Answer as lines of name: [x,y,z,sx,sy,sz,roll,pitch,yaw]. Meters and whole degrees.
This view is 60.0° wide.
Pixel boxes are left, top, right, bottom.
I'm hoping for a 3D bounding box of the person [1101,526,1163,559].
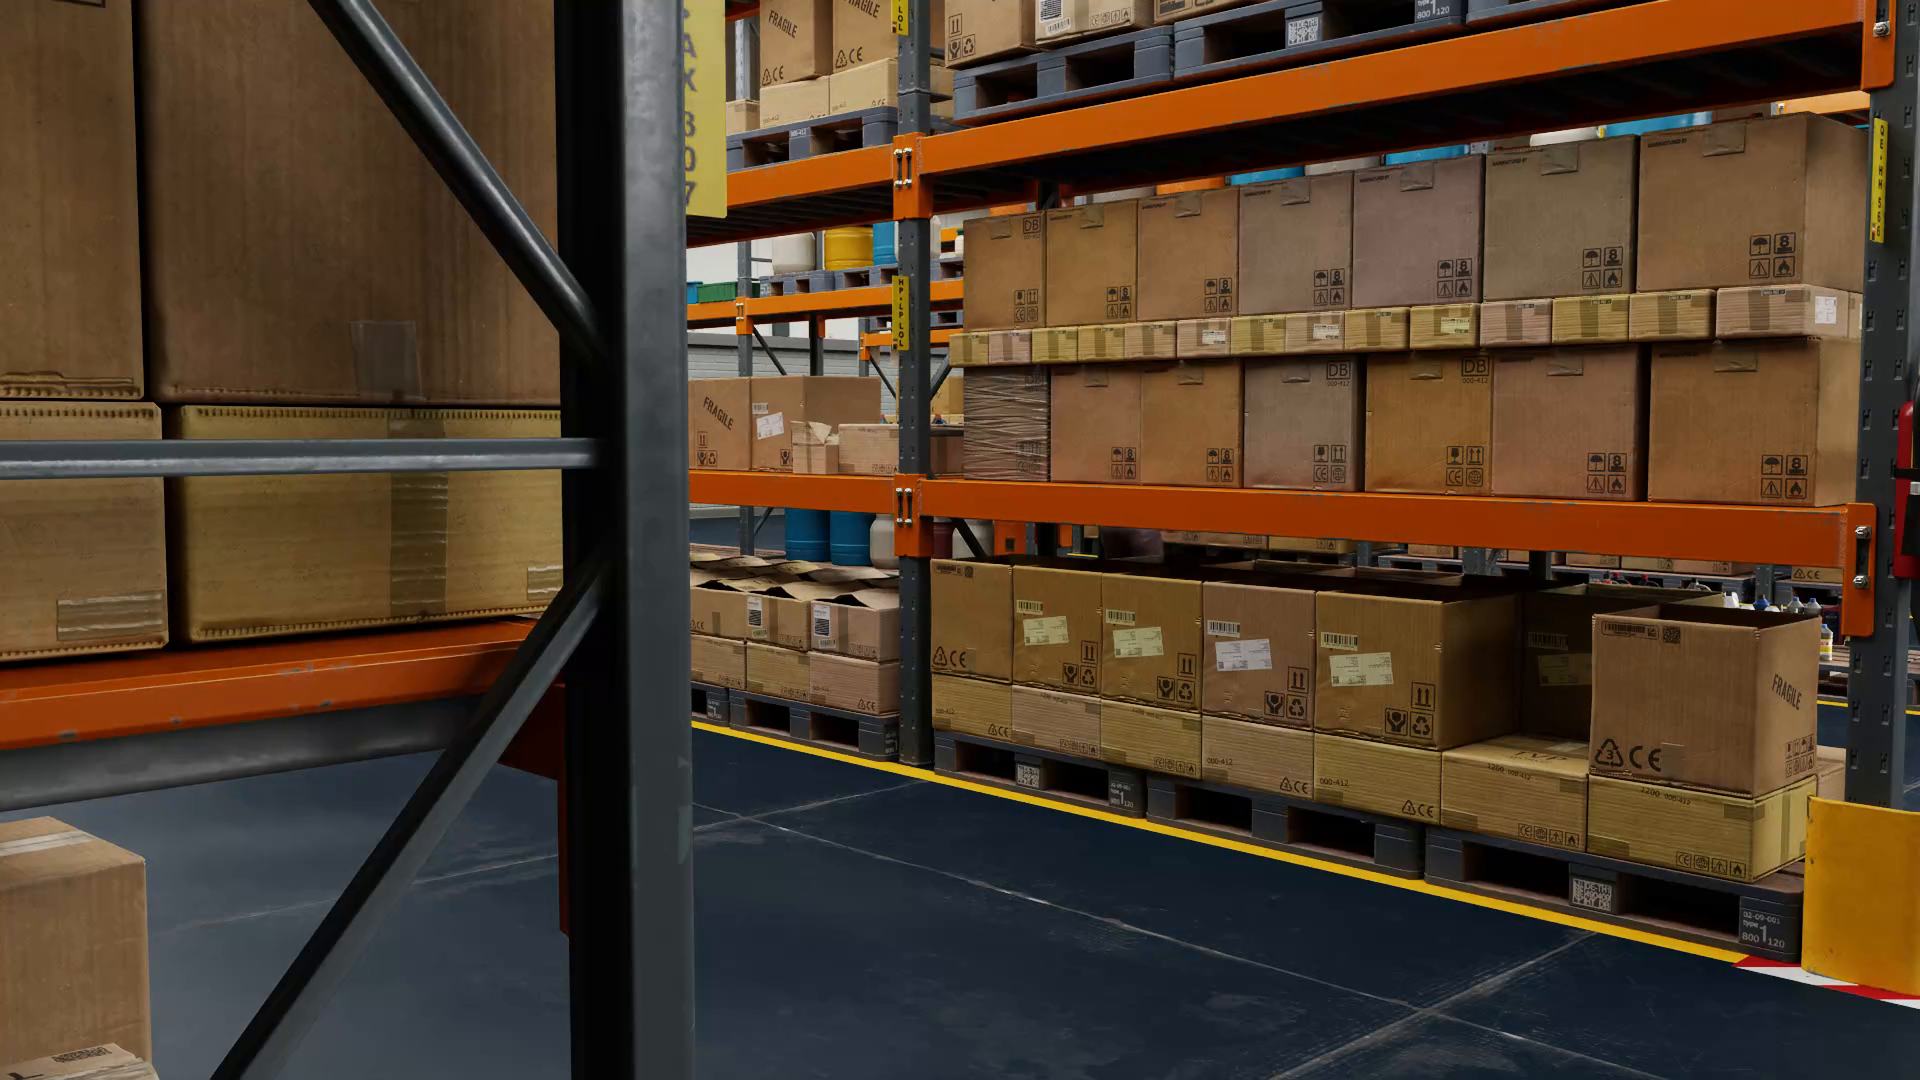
person: [1.177,-0.060,10.907,0.554,1.717,0.495,-4,5,-43]
